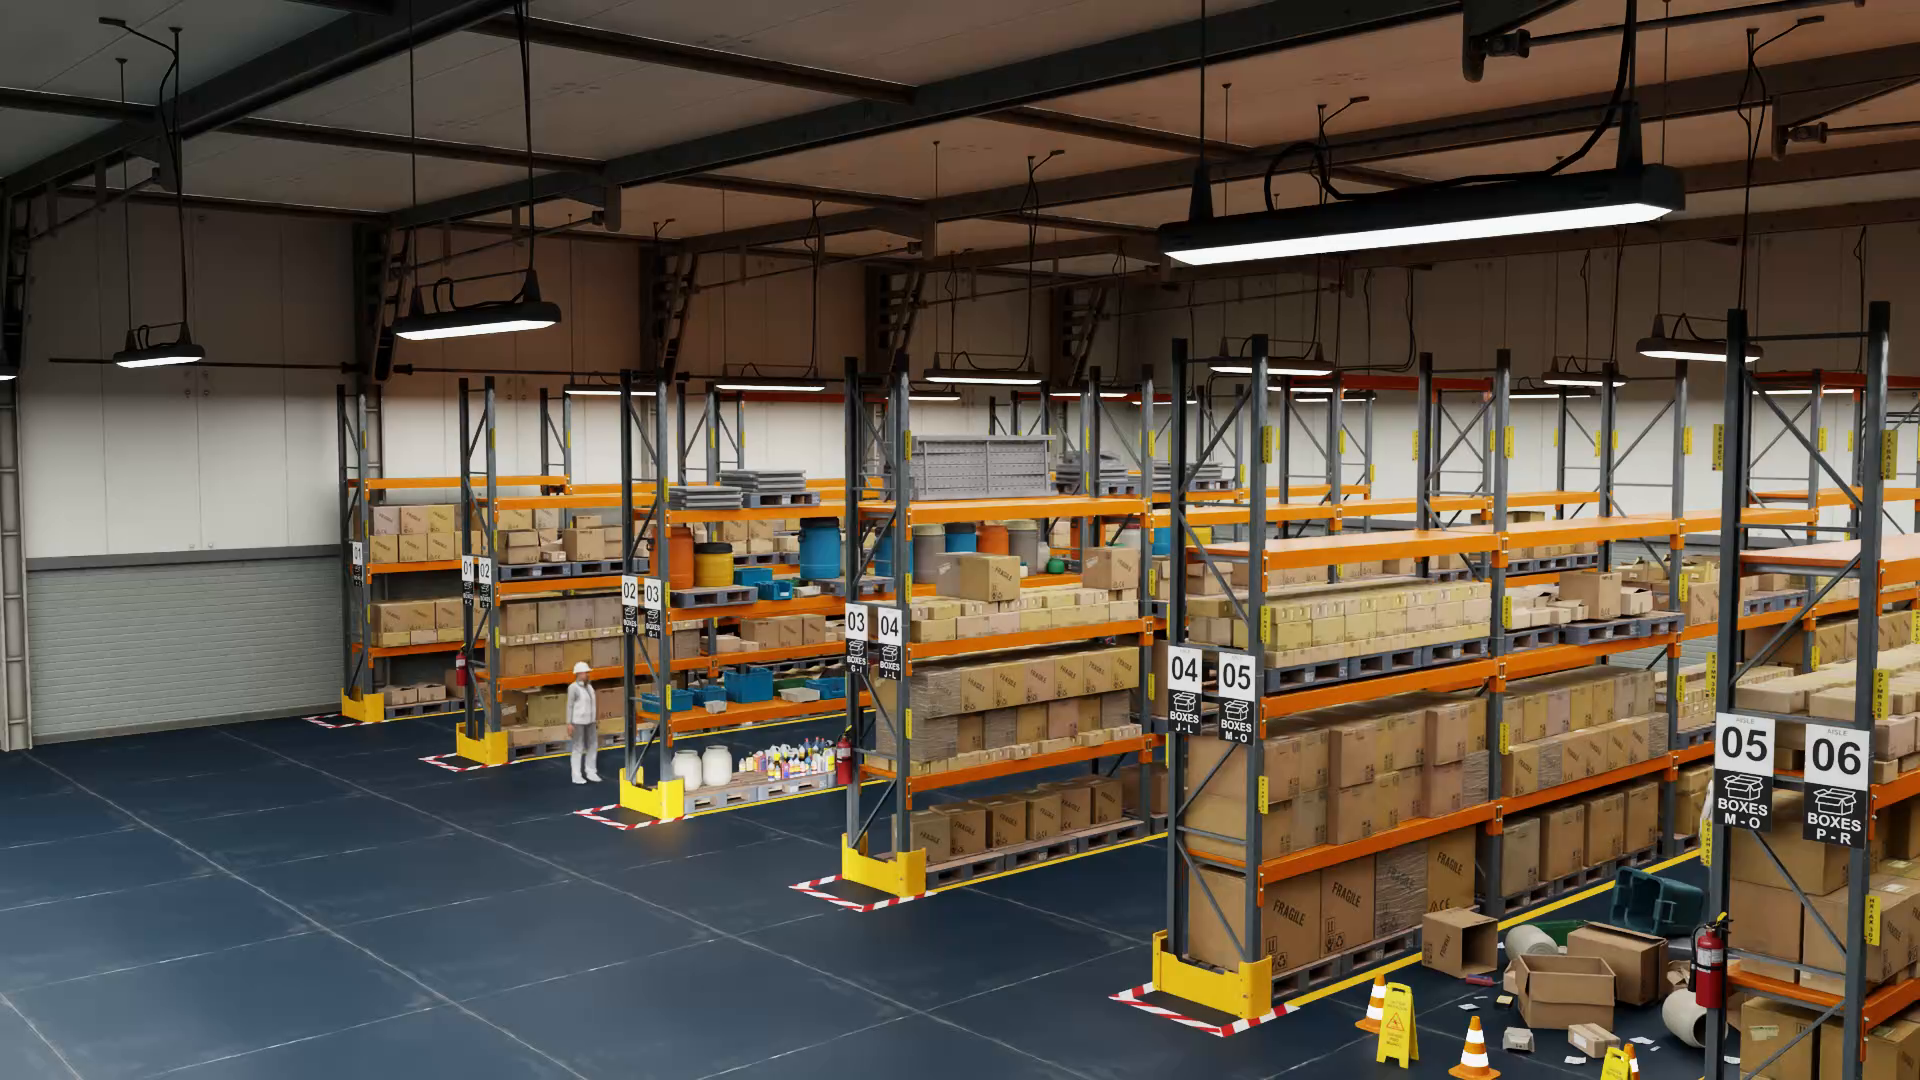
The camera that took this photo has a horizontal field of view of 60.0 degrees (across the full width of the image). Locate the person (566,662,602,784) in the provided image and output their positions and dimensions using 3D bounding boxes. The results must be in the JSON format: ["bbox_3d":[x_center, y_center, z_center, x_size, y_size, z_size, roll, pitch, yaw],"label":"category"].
[{"bbox_3d":[-5.550,2.701,24.434,0.393,1.817,0.617,2,4,25],"label":"person"}]

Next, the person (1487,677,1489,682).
[{"bbox_3d":[7.526,2.752,23.496,0.411,1.816,0.593,1,4,14],"label":"person"}]

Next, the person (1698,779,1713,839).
[{"bbox_3d":[8.441,2.939,18.407,0.501,0.750,0.395,1,4,15],"label":"person"}]
